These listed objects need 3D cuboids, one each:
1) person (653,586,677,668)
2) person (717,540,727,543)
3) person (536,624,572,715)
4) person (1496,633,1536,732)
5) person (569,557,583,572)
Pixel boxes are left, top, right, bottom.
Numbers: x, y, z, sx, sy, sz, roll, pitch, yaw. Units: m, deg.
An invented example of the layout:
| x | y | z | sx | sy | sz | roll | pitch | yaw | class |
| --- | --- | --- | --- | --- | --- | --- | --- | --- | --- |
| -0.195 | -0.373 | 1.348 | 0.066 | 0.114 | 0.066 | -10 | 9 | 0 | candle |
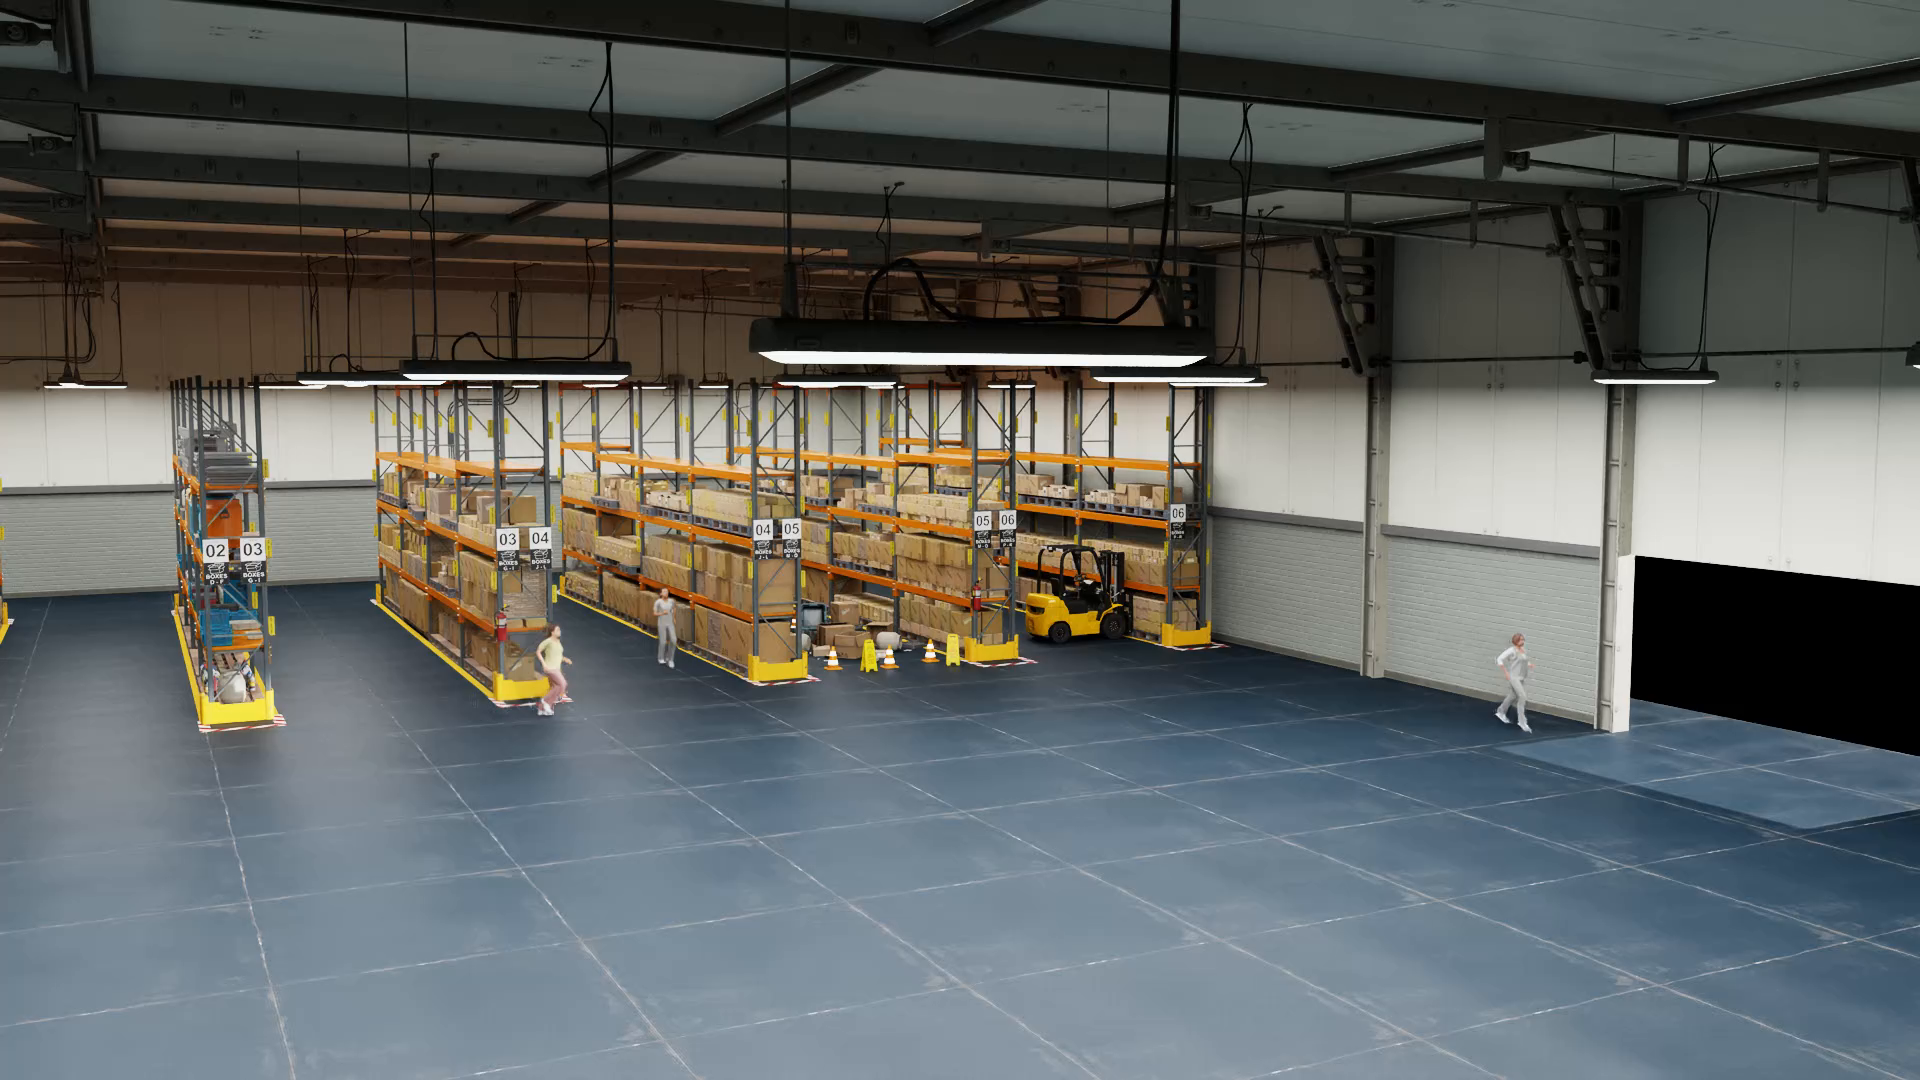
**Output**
| x | y | z | sx | sy | sz | roll | pitch | yaw | class |
| --- | --- | --- | --- | --- | --- | --- | --- | --- | --- |
| -6.127 | 1.822 | 34.645 | 0.544 | 1.686 | 0.691 | -3 | 6 | -28 | person |
| -7.189 | 0.346 | 50.887 | 0.621 | 1.719 | 0.716 | 0 | 5 | 2 | person |
| -7.211 | 2.292 | 29.524 | 0.592 | 1.617 | 0.551 | 1 | 5 | 11 | person |
| 9.455 | 2.397 | 28.303 | 0.516 | 1.637 | 0.751 | -4 | 6 | -38 | person |
| -11.217 | 0.527 | 48.765 | 0.728 | 1.742 | 0.722 | -1 | 5 | -15 | person |
